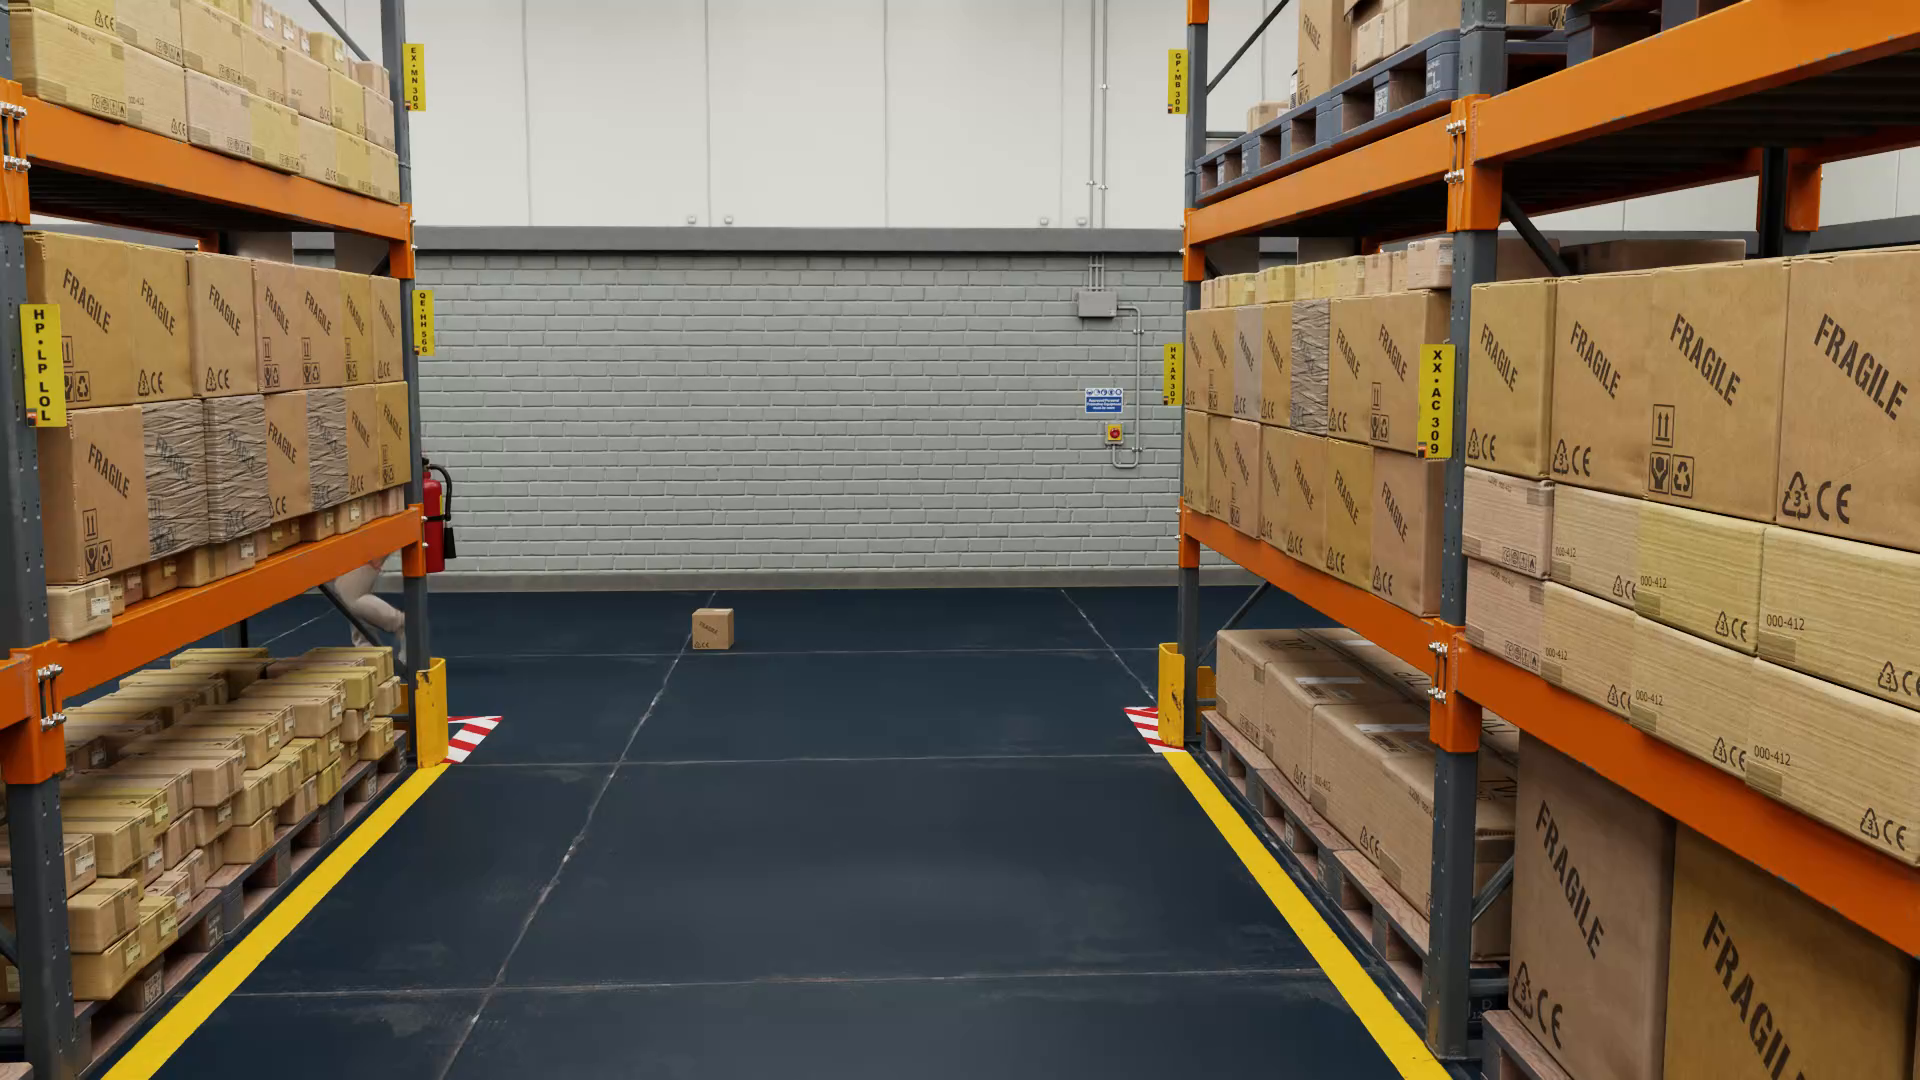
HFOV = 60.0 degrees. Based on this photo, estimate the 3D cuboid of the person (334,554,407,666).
[{"bbox_3d":[-3.749,0.005,10.615,0.606,1.711,0.535,-3,7,-22],"label":"person"}]
